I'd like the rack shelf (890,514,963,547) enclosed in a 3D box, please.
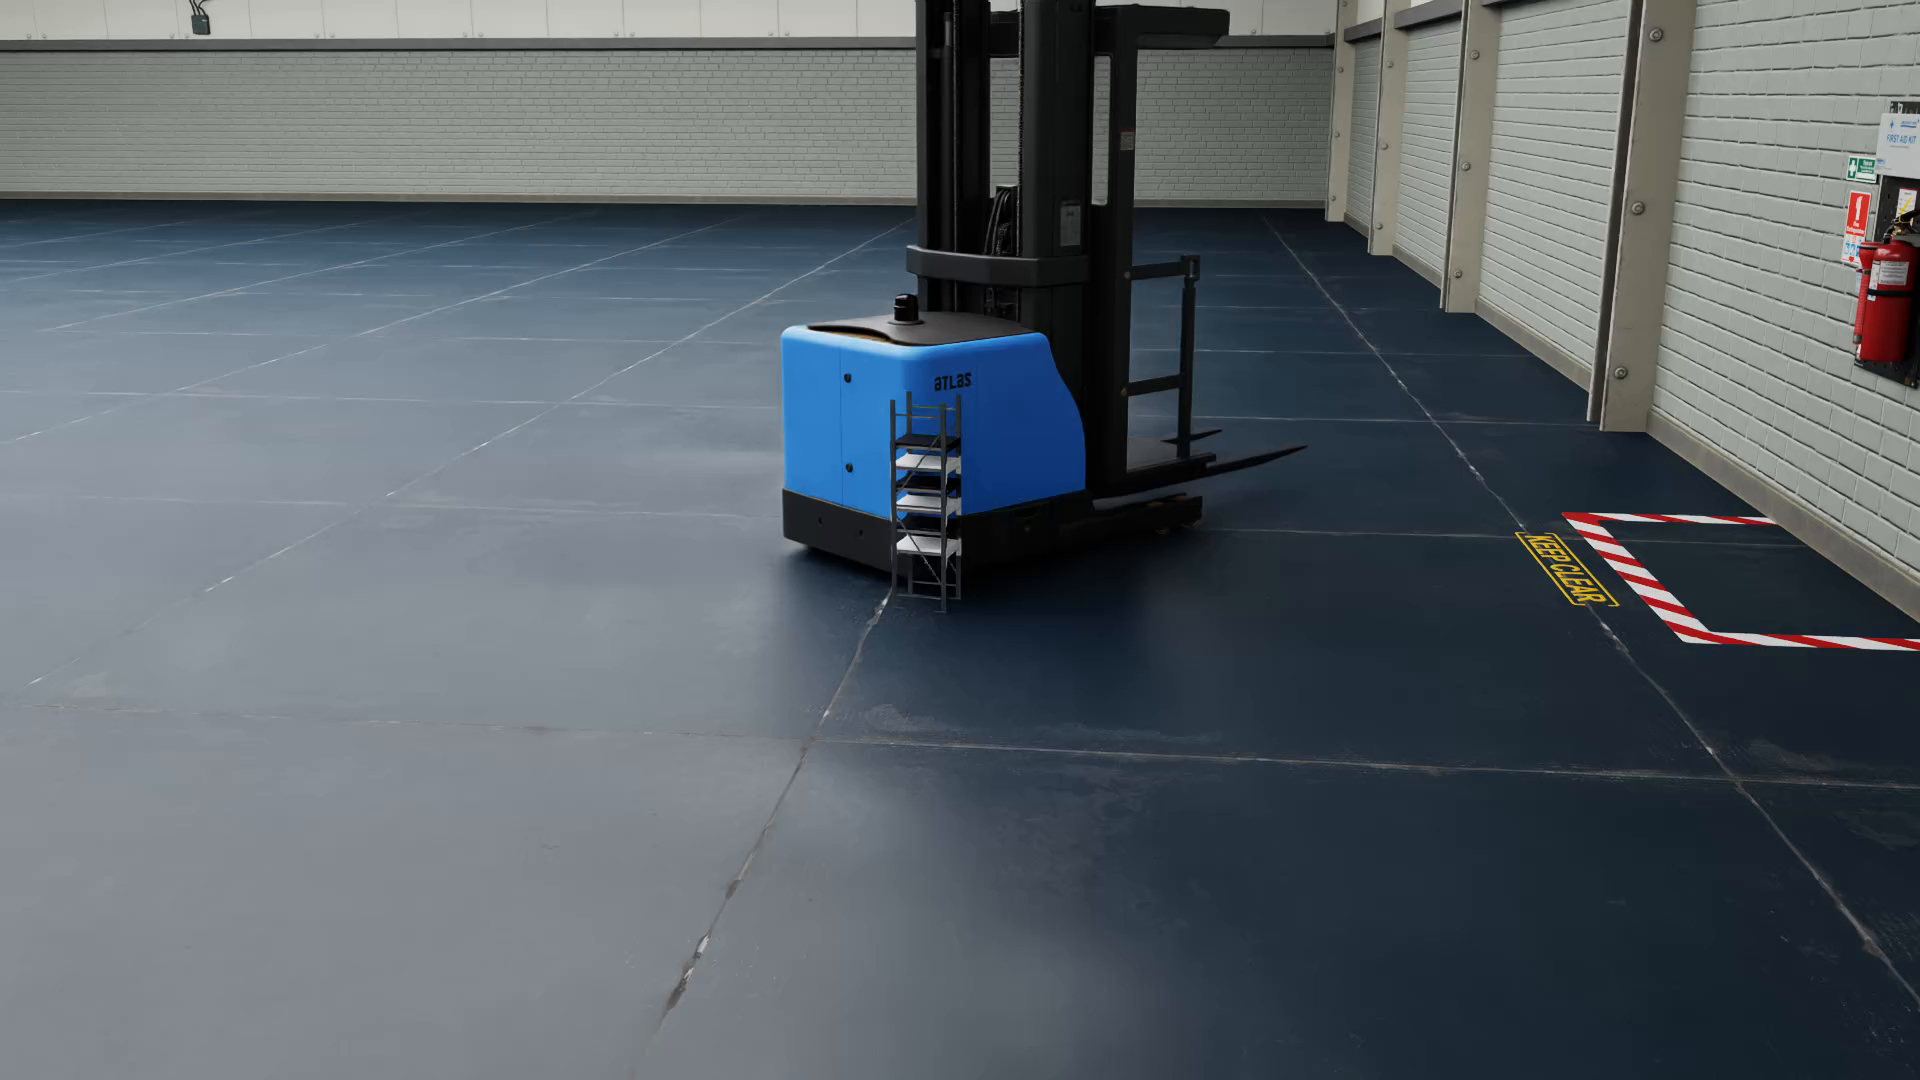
[{"bbox_3d":[-0.142,-0.041,7.063,0.258,0.077,0.200,5,16,17],"label":"rack shelf"}]

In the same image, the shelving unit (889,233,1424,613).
[{"bbox_3d":[2.518,-2.687,16.376,7.037,0.900,20.275,5,16,17],"label":"shelving unit"}]

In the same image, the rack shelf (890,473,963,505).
[{"bbox_3d":[-0.142,-0.215,7.016,0.258,0.077,0.200,5,16,17],"label":"rack shelf"}]

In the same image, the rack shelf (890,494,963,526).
[{"bbox_3d":[-0.142,-0.128,7.040,0.258,0.077,0.200,5,16,17],"label":"rack shelf"}]

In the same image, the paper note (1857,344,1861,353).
[{"bbox_3d":[4.062,-0.903,7.444,0.016,0.148,0.142,2,15,6],"label":"paper note"}]

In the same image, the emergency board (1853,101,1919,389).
[{"bbox_3d":[3.973,-1.285,7.167,0.194,1.169,0.643,2,15,6],"label":"emergency board"}]

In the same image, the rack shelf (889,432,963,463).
[{"bbox_3d":[-0.142,-0.389,6.969,0.258,0.077,0.200,5,16,17],"label":"rack shelf"}]

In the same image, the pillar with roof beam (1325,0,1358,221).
[{"bbox_3d":[2.087,-9.892,27.507,9.100,9.000,0.400,2,15,6],"label":"pillar with roof beam"}]

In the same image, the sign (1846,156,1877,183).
[{"bbox_3d":[4.129,-1.697,7.609,0.001,0.109,0.331,2,15,6],"label":"sign"}]

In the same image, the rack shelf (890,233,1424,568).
[{"bbox_3d":[2.519,-2.386,16.460,7.037,0.275,20.270,5,16,17],"label":"rack shelf"}]

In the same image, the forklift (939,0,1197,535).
[{"bbox_3d":[0.593,-1.531,8.209,3.031,2.935,1.121,-13,20,-40],"label":"forklift"}]

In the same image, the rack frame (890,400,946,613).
[{"bbox_3d":[-0.173,-0.135,6.937,0.240,0.900,0.006,5,16,17],"label":"rack frame"}]
